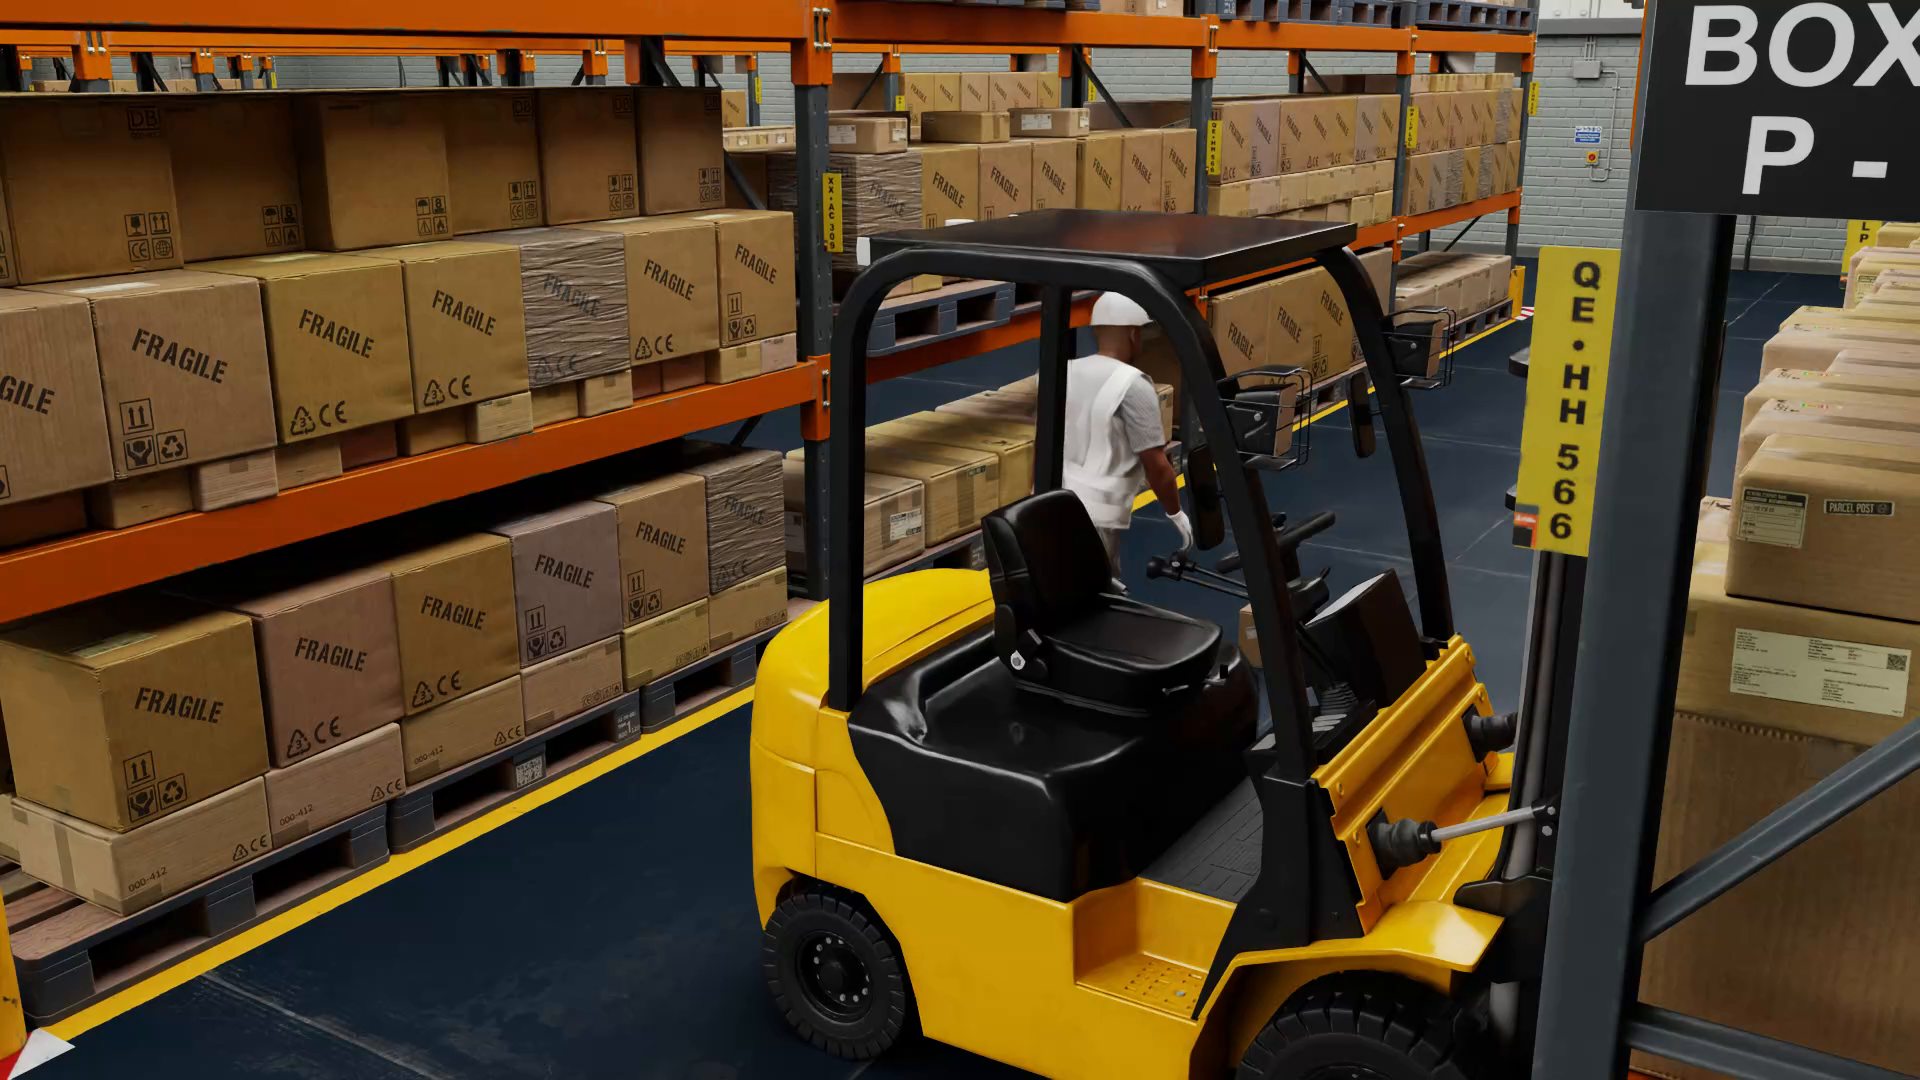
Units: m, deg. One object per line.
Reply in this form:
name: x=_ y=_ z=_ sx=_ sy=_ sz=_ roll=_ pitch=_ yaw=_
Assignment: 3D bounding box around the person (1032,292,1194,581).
person: x=0.513 y=-0.091 z=6.366 sx=1.003 sy=1.721 sz=0.556 roll=-6 pitch=17 yaw=-21
